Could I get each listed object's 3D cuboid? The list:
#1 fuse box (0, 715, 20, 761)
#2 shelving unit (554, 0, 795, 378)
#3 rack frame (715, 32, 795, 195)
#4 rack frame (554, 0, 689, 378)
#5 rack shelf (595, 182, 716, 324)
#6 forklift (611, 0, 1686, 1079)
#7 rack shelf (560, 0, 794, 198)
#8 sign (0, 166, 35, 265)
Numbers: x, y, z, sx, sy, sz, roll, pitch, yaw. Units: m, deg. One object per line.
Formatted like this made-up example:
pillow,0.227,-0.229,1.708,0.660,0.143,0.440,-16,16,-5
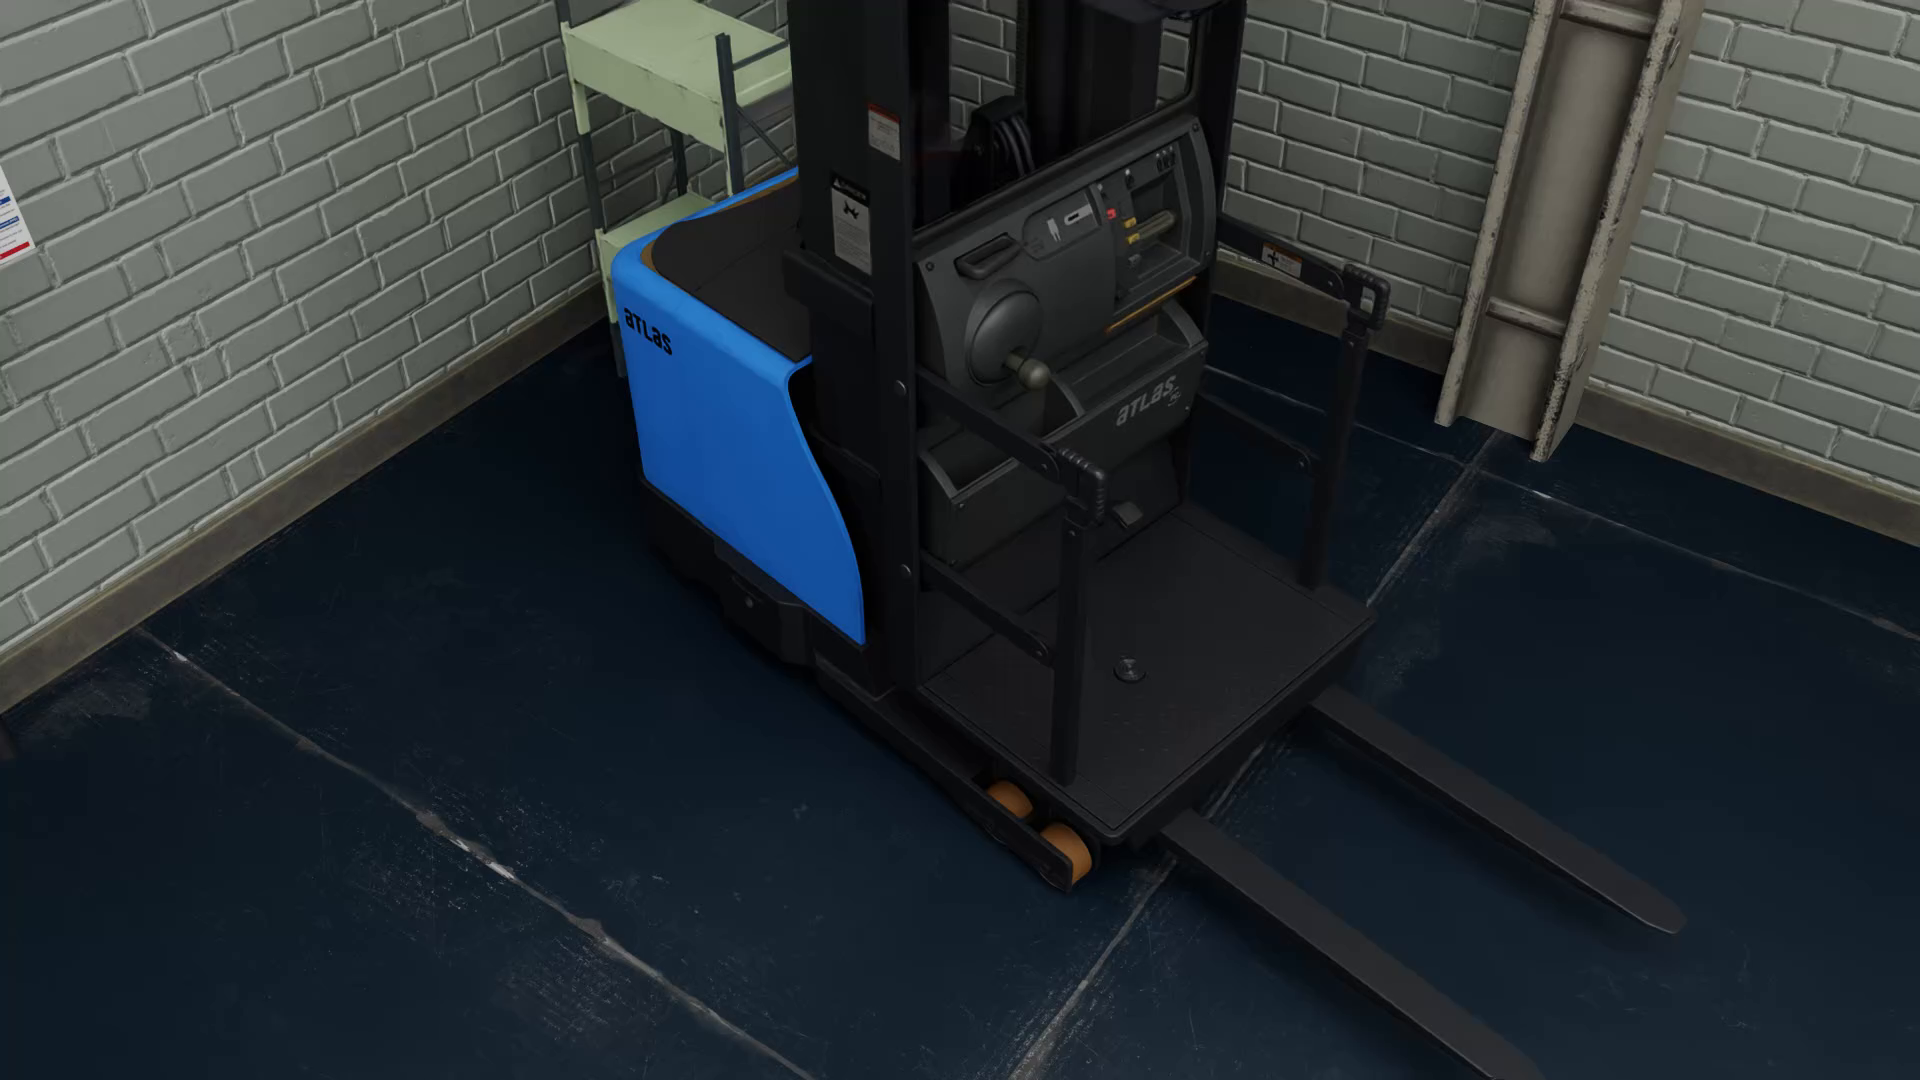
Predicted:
fuse box,-2.589,-0.054,4.027,0.414,1.711,0.539,25,48,25
shelving unit,-0.800,-1.073,5.324,0.755,1.500,0.431,31,50,30
rack frame,-0.527,-0.910,5.142,0.023,1.500,0.400,31,50,30
rack frame,-1.073,-1.235,5.506,0.023,1.500,0.400,31,50,30
rack shelf,-0.800,-0.830,5.541,0.720,0.370,0.431,31,50,30
forklift,0.417,-0.597,3.719,1.130,2.935,3.031,-33,51,-31
rack shelf,-0.800,-1.363,5.064,0.720,0.370,0.431,31,50,30
sign,-2.475,-0.847,4.019,0.001,0.494,0.329,25,48,25
